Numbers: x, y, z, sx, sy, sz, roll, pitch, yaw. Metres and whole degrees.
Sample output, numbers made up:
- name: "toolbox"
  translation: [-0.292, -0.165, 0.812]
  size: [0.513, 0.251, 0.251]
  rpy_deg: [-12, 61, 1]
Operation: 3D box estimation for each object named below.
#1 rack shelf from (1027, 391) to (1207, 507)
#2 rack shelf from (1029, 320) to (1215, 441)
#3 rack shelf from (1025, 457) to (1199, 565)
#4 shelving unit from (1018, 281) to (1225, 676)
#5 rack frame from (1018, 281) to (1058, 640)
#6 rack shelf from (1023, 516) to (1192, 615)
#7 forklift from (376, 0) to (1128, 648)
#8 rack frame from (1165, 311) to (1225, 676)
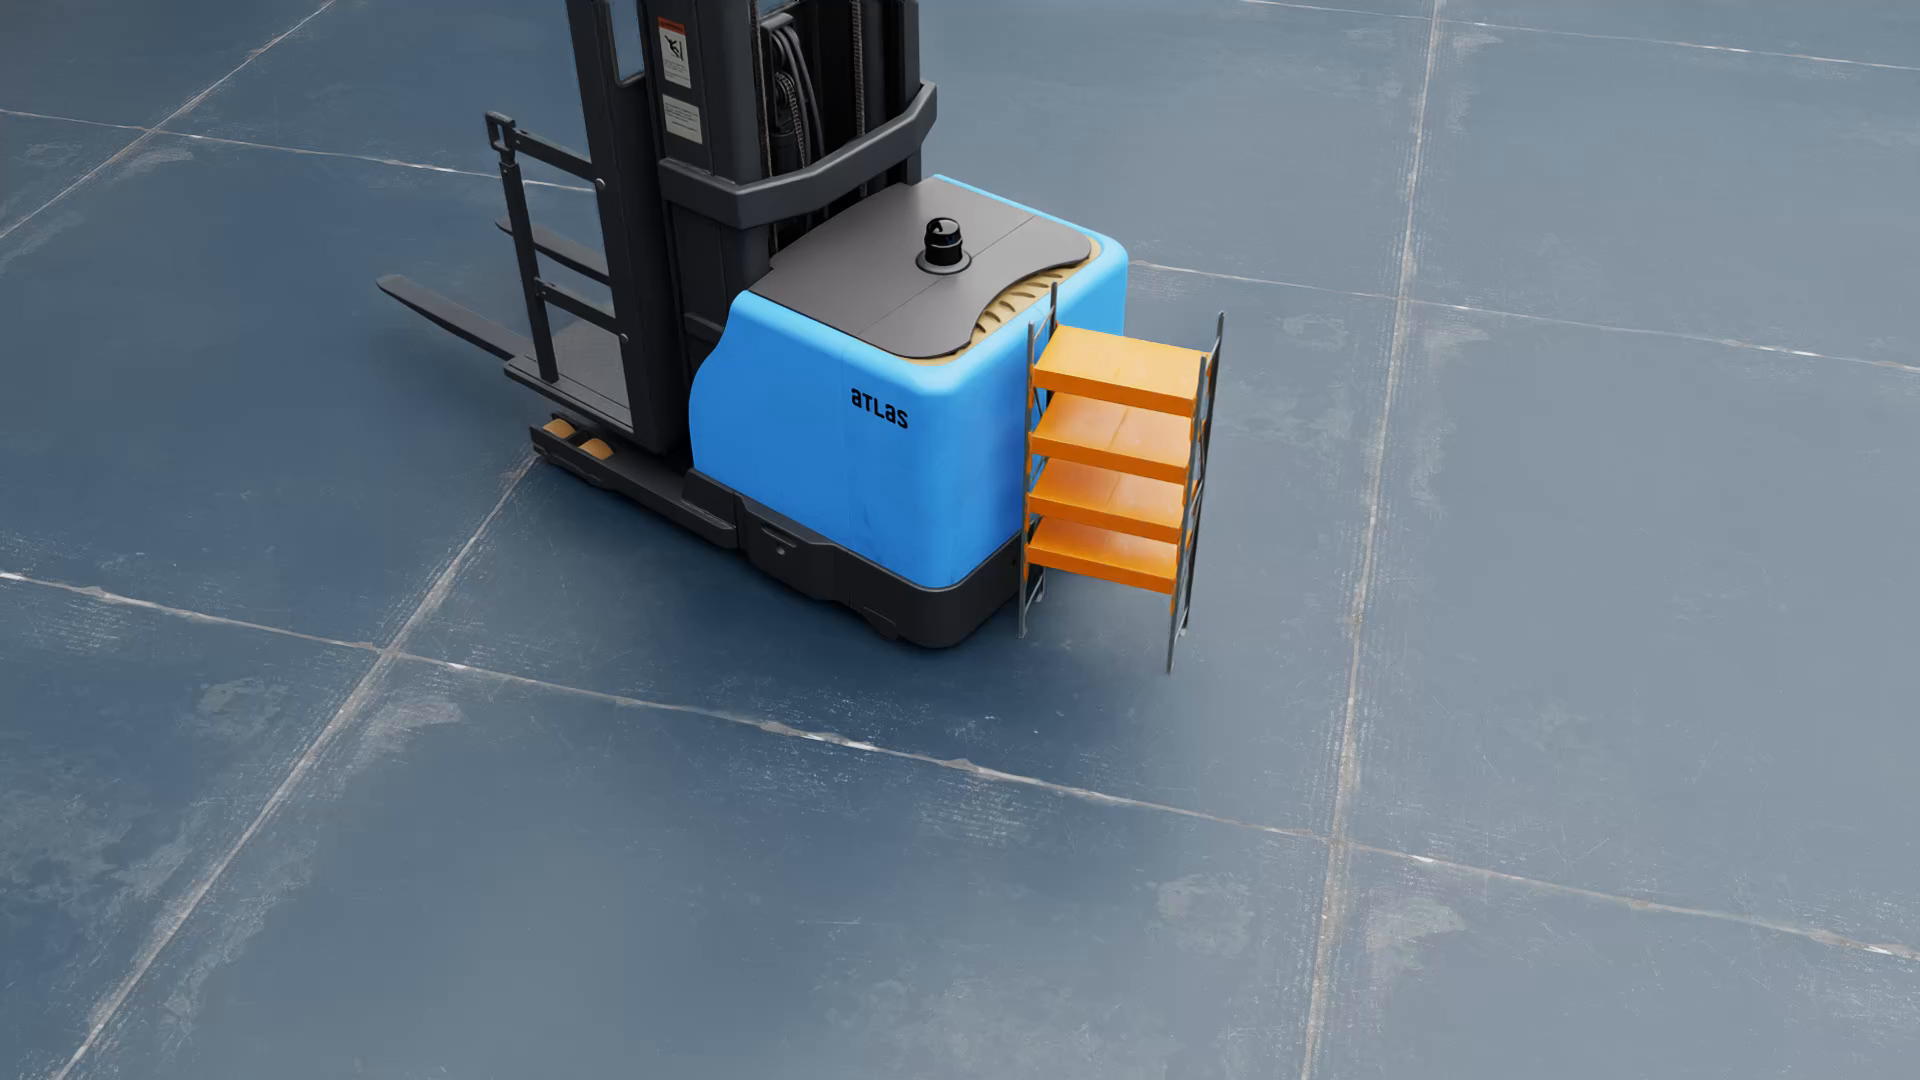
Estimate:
- name: "rack shelf"
  translation: [0.464, -0.278, 4.905]
  size: [0.480, 0.148, 0.258]
  rpy_deg: [13, 42, 15]
- name: "rack shelf"
  translation: [0.464, -0.459, 4.753]
  size: [0.480, 0.148, 0.258]
  rpy_deg: [13, 42, 15]
- name: "rack shelf"
  translation: [0.464, -0.107, 5.049]
  size: [0.480, 0.148, 0.258]
  rpy_deg: [13, 42, 15]
- name: "shelving unit"
  translation: [0.464, -0.158, 5.005]
  size: [0.503, 1.200, 0.258]
  rpy_deg: [13, 42, 15]
- name: "rack frame"
  translation: [0.234, -0.210, 5.068]
  size: [0.015, 1.200, 0.240]
  rpy_deg: [13, 42, 15]
- name: "rack shelf"
  translation: [0.464, 0.046, 5.176]
  size: [0.480, 0.148, 0.258]
  rpy_deg: [13, 42, 15]
- name: "forklift"
  translation: [-0.933, -1.561, 5.329]
  size: [3.031, 2.935, 1.130]
  rpy_deg: [26, 47, 28]
- name: "rack frame"
  translation: [0.694, -0.106, 4.943]
  size: [0.015, 1.200, 0.240]
  rpy_deg: [13, 42, 15]
